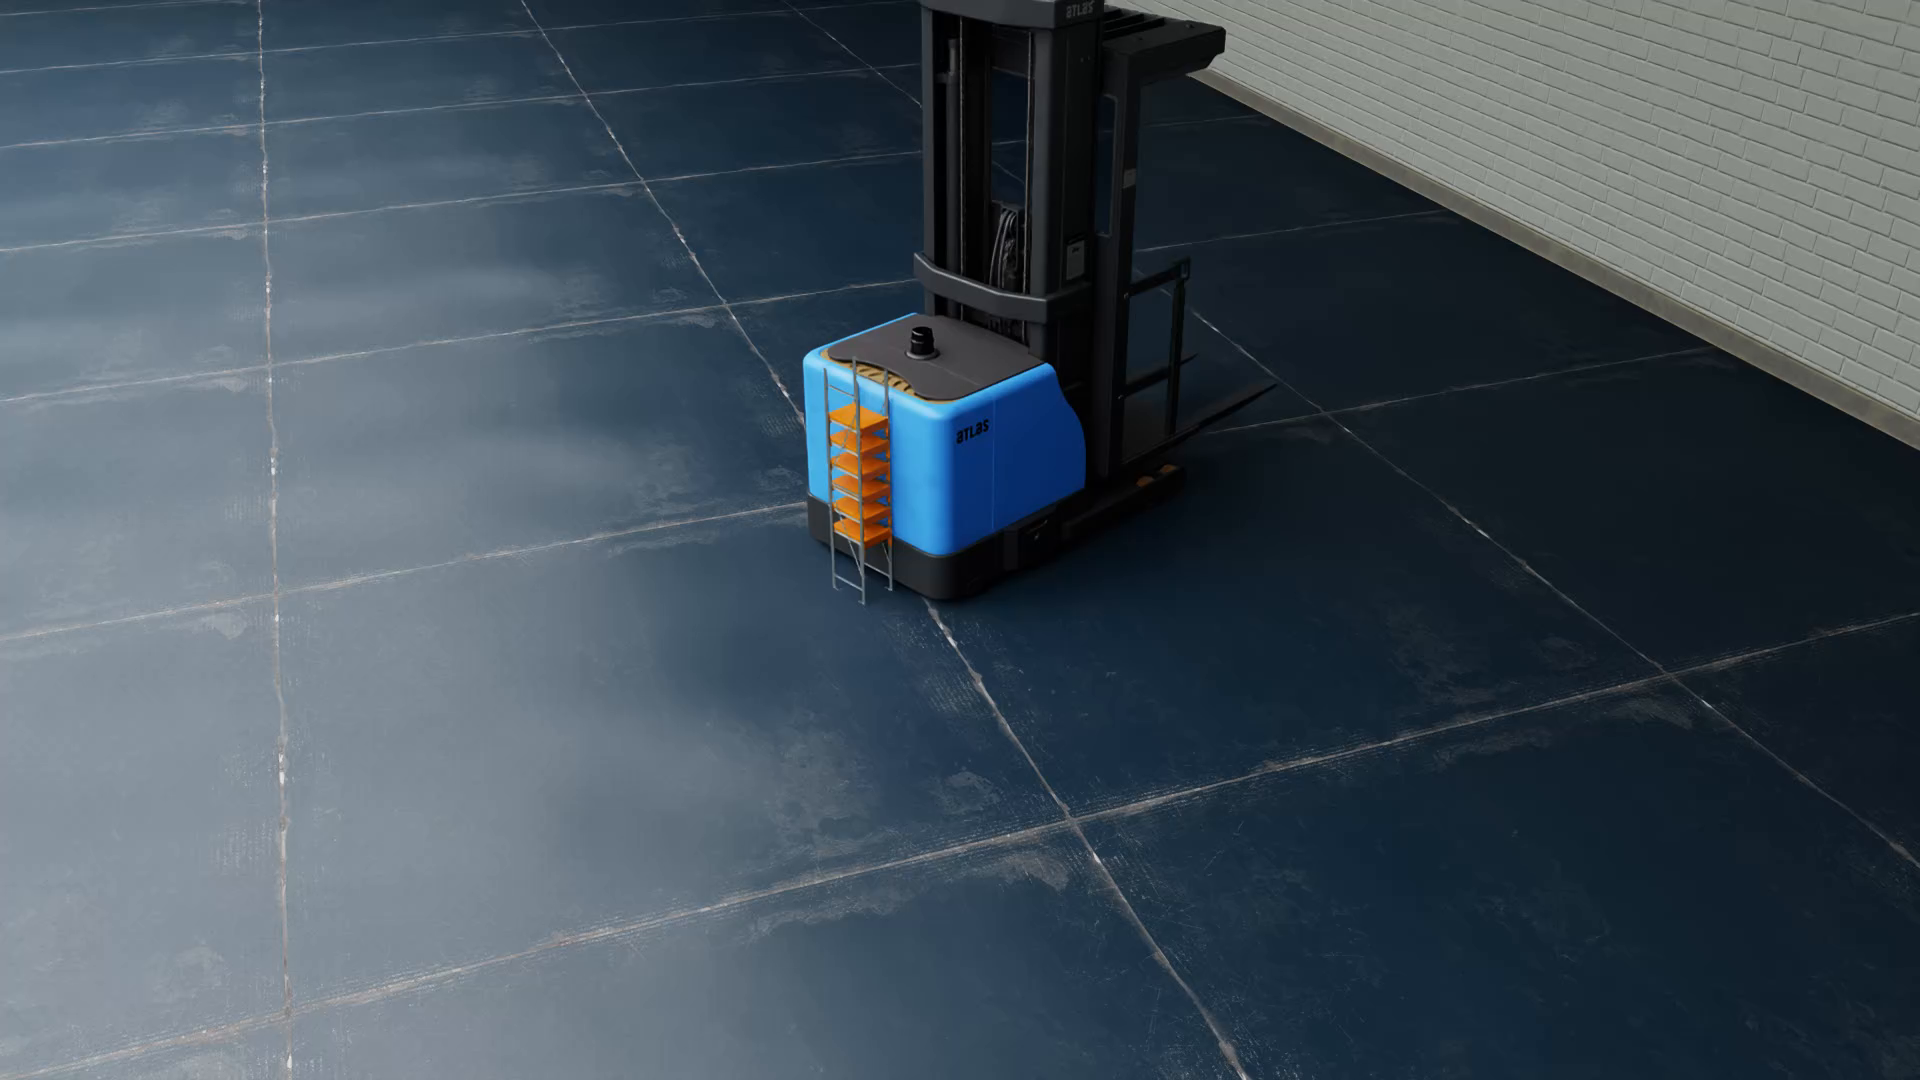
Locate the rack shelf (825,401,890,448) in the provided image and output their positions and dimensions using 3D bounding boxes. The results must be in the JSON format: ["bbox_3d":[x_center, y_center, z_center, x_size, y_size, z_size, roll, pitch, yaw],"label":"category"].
[{"bbox_3d":[-0.485,-0.546,7.859,0.258,0.103,0.180,26,39,38],"label":"rack shelf"}]

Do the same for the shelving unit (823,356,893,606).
[{"bbox_3d":[-0.485,-0.272,8.016,0.258,1.200,0.189,26,39,38],"label":"shelving unit"}]

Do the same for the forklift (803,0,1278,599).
[{"bbox_3d":[0.603,-1.614,8.623,1.130,2.935,3.031,26,39,38],"label":"forklift"}]

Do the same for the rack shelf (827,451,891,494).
[{"bbox_3d":[-0.485,-0.338,7.978,0.258,0.103,0.180,26,39,38],"label":"rack shelf"}]

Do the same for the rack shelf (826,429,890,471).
[{"bbox_3d":[-0.485,-0.442,7.919,0.258,0.103,0.180,26,39,38],"label":"rack shelf"}]

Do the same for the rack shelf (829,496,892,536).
[{"bbox_3d":[-0.485,-0.129,8.097,0.258,0.103,0.180,26,39,38],"label":"rack shelf"}]

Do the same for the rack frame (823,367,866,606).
[{"bbox_3d":[-0.550,-0.240,7.959,0.240,1.200,0.006,26,39,38],"label":"rack frame"}]

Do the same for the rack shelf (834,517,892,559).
[{"bbox_3d":[-0.485,-0.025,8.156,0.258,0.103,0.180,26,39,38],"label":"rack shelf"}]

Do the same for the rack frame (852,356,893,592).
[{"bbox_3d":[-0.421,-0.304,8.072,0.240,1.200,0.006,26,39,38],"label":"rack frame"}]

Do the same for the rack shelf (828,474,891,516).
[{"bbox_3d":[-0.485,-0.234,8.038,0.258,0.103,0.180,26,39,38],"label":"rack shelf"}]
